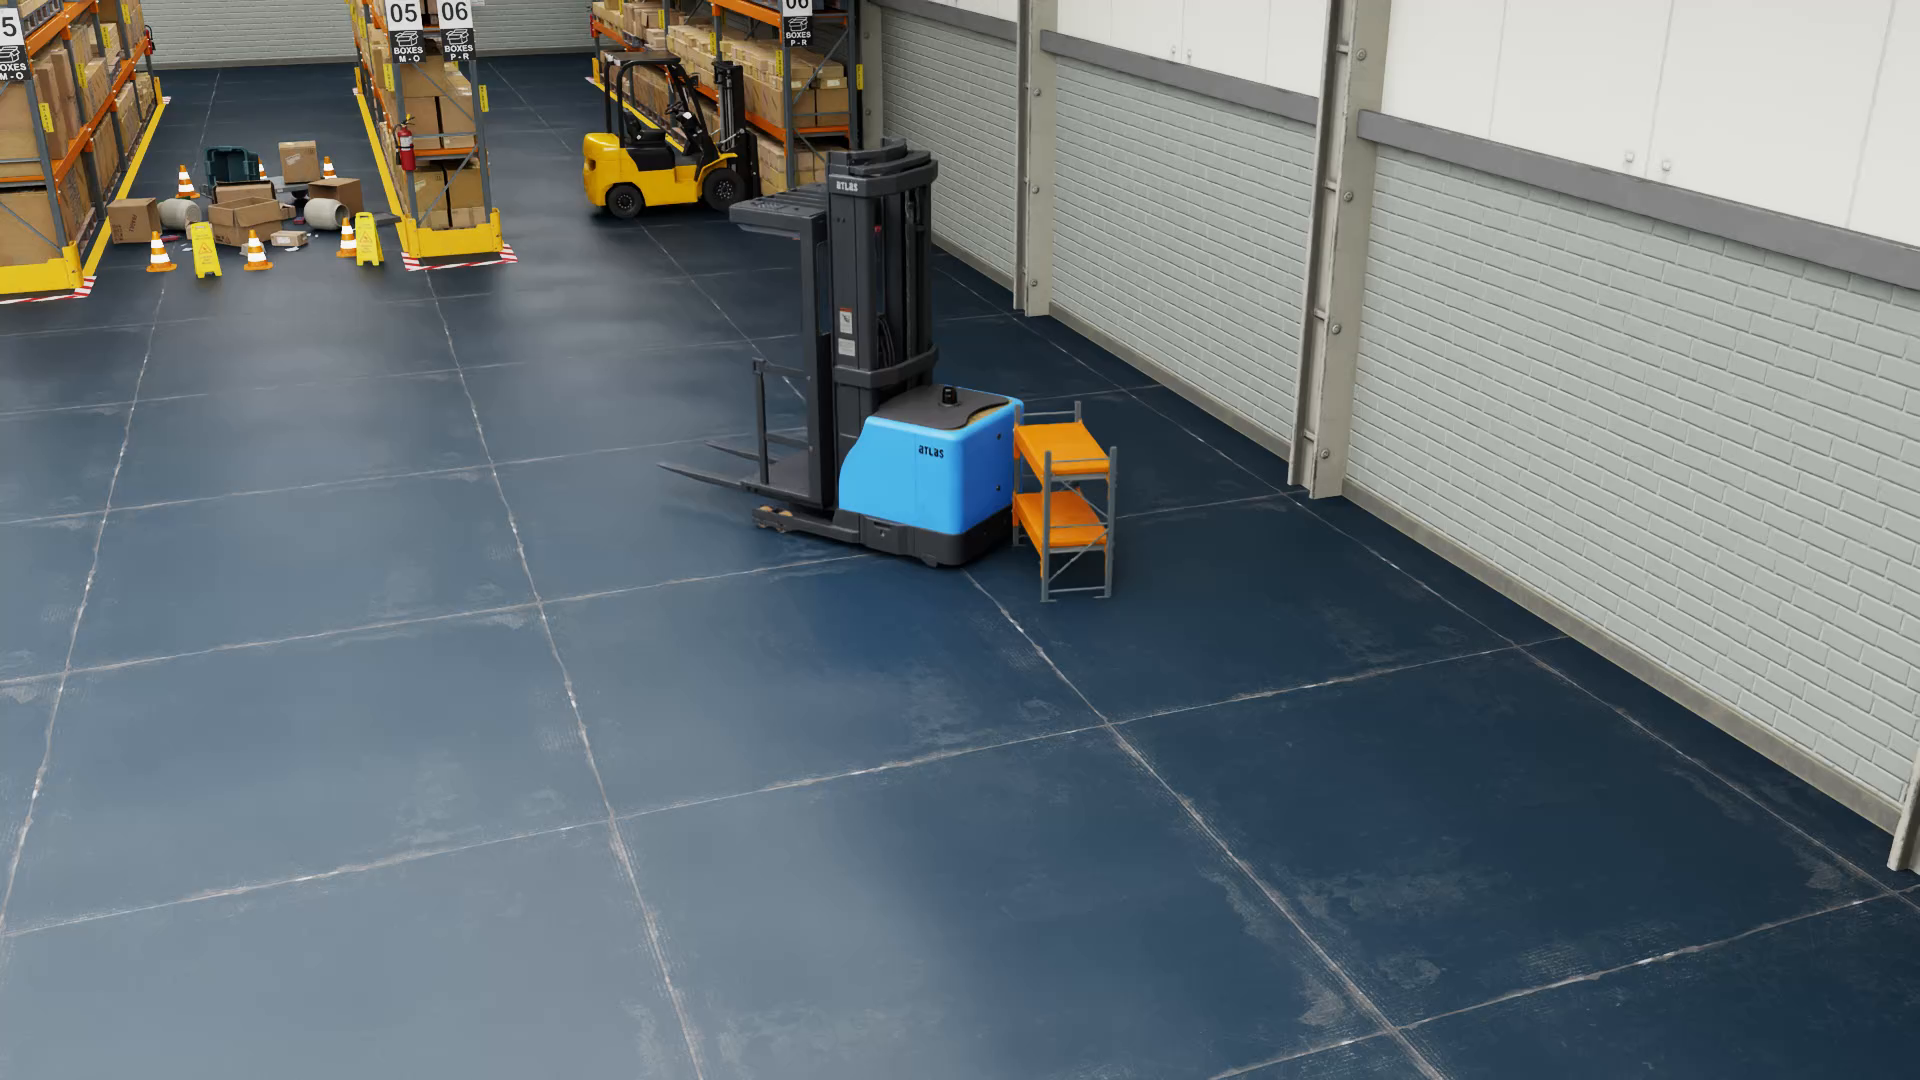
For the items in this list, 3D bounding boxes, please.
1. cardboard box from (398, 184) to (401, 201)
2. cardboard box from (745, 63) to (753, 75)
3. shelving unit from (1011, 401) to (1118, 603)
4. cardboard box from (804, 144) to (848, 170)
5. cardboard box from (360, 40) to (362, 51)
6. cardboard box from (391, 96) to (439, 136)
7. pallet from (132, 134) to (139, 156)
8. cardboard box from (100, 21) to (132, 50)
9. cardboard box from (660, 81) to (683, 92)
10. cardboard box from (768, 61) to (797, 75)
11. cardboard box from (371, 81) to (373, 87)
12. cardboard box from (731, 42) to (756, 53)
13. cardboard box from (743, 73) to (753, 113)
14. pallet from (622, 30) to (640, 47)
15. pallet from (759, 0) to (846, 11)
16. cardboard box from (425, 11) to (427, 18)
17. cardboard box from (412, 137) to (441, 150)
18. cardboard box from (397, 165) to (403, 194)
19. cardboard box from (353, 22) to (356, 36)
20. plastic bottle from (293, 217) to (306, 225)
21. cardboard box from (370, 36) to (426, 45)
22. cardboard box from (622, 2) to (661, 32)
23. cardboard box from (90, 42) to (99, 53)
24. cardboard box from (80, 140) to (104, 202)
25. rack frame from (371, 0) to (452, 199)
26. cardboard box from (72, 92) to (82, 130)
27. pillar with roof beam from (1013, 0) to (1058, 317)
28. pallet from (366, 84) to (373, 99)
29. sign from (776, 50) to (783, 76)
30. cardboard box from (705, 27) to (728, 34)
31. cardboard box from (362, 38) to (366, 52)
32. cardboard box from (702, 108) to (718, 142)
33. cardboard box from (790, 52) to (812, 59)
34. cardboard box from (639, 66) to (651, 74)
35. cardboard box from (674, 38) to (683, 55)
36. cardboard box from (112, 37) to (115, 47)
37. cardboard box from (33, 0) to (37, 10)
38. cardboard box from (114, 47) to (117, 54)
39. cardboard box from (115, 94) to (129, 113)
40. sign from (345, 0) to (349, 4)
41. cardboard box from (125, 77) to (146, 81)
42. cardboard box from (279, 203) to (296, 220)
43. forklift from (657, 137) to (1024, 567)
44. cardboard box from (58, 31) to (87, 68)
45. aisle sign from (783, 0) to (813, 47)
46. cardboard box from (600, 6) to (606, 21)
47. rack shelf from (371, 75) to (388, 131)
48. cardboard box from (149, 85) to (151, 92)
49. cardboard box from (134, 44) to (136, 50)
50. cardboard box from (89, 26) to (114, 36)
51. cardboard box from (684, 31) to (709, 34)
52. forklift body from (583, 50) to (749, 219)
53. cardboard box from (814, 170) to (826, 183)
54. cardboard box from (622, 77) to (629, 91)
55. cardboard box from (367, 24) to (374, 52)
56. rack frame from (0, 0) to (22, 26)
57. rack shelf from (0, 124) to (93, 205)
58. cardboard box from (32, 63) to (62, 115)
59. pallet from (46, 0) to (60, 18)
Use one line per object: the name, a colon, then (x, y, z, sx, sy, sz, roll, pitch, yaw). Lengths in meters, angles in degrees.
cardboard box: (-7.793, -5.045, 23.857, 0.500, 0.250, 0.500, -7, 24, -16)
cardboard box: (-2.912, -6.873, 24.231, 0.380, 0.149, 0.250, -9, 24, -20)
shelving unit: (0.735, -0.292, 11.994, 0.538, 1.125, 1.048, -4, 23, -9)
cardboard box: (-1.886, -5.379, 23.362, 0.500, 0.250, 0.500, -9, 24, -20)
cardboard box: (-10.866, -9.204, 30.918, 0.500, 0.250, 0.500, -9, 24, -20)
cardboard box: (-6.985, -5.451, 21.310, 0.500, 0.500, 0.500, -9, 24, -20)
pallet: (-14.658, -6.741, 28.473, 1.003, 0.211, 1.213, -8, 24, -19)
cardboard box: (-15.309, -9.151, 30.087, 0.500, 0.500, 0.500, -9, 24, -20)
cardboard box: (-5.256, -8.278, 30.371, 0.380, 0.149, 0.250, -10, 25, -22)
cardboard box: (-2.450, -6.551, 23.084, 0.380, 0.149, 0.250, -8, 24, -18)
cardboard box: (-11.861, -9.709, 34.682, 0.875, 0.438, 0.875, -9, 25, -21)
cardboard box: (-3.277, -7.490, 25.311, 0.380, 0.149, 0.250, -8, 24, -18)
cardboard box: (-2.856, -6.537, 24.269, 0.500, 0.500, 0.500, -8, 24, -19)
pallet: (-5.952, -9.758, 32.286, 1.003, 0.211, 1.213, -8, 24, -19)
pallet: (-2.118, -7.393, 22.680, 1.003, 0.211, 1.213, -8, 24, -19)
cardboard box: (-6.794, -6.907, 21.736, 0.380, 0.149, 0.250, -9, 25, -21)
cardboard box: (-6.867, -5.099, 21.310, 0.380, 0.149, 0.250, -8, 24, -17)
cardboard box: (-7.421, -5.010, 22.808, 0.500, 0.500, 0.500, -9, 24, -20)
cardboard box: (-11.919, -10.387, 33.404, 0.500, 0.500, 0.500, -8, 24, -19)
plastic bottle: (-9.247, -4.482, 23.305, 0.133, 0.061, 0.283, -4, 23, -10)
cardboard box: (-7.684, -6.642, 22.847, 0.700, 0.500, 0.500, -9, 24, -20)
cardboard box: (-6.170, -10.184, 32.382, 0.700, 0.500, 0.500, -8, 24, -18)
cardboard box: (-13.940, -7.848, 26.524, 0.380, 0.149, 0.250, -8, 24, -19)
cardboard box: (-12.847, -5.216, 23.620, 1.050, 0.750, 0.750, -8, 24, -19)
rack frame: (-7.948, -6.562, 24.457, 1.000, 3.000, 0.127, -8, 24, -19)
cardboard box: (-12.402, -5.783, 22.415, 0.875, 0.550, 0.550, -8, 24, -19)
pillar with roof beam: (-3.203, -6.161, 15.782, 9.100, 9.000, 0.400, -8, 24, -19)
pallet: (-11.832, -9.357, 34.680, 1.003, 0.211, 1.213, -8, 24, -19)
sign: (-2.405, -6.364, 22.192, 0.100, 0.325, 0.005, -8, 24, -19)
cardboard box: (-4.183, -8.770, 28.732, 0.380, 0.149, 0.250, -8, 24, -19)
cardboard box: (-10.155, -8.687, 29.048, 0.500, 0.250, 0.500, -9, 24, -20)
cardboard box: (-3.768, -6.815, 27.573, 0.875, 0.625, 0.625, -9, 24, -20)
cardboard box: (-2.331, -6.990, 24.126, 0.380, 0.149, 0.250, -8, 24, -19)
cardboard box: (-6.084, -9.235, 32.641, 0.380, 0.149, 0.250, -9, 24, -20)
cardboard box: (-4.615, -8.482, 28.562, 0.500, 0.250, 0.500, -8, 24, -17)
cardboard box: (-14.764, -8.565, 28.610, 0.380, 0.149, 0.250, -9, 25, -21)
cardboard box: (-11.308, -6.434, 19.946, 0.380, 0.149, 0.250, -8, 24, -19)
cardboard box: (-14.777, -8.437, 28.689, 0.380, 0.149, 0.250, -10, 25, -22)
cardboard box: (-14.316, -7.336, 28.006, 0.500, 0.250, 0.500, -8, 24, -19)
sign: (-12.709, -11.284, 34.443, 0.100, 0.325, 0.005, -8, 24, -19)
cardboard box: (-16.081, -8.924, 32.425, 0.380, 0.149, 0.250, -9, 25, -21)
cardboard box: (-9.668, -4.712, 23.587, 0.396, 0.266, 0.258, 12, 26, 27)
forklift: (-1.025, -1.565, 12.691, 3.031, 2.935, 1.130, 14, 26, 29)
cardboard box: (-13.444, -7.272, 24.726, 0.700, 0.500, 0.500, -9, 24, -20)
aisle sign: (-2.144, -6.925, 21.971, 0.394, 0.787, 0.004, -8, 24, -19)
cardboard box: (-7.276, -11.104, 35.043, 0.500, 0.250, 0.500, -9, 24, -20)
rack shelf: (-8.655, -6.957, 26.321, 1.077, 0.370, 4.000, -8, 24, -19)
cardboard box: (-16.144, -8.882, 32.708, 0.380, 0.149, 0.250, -9, 25, -21)
cardboard box: (-15.674, -9.257, 31.174, 0.380, 0.149, 0.250, -7, 24, -17)
cardboard box: (-14.860, -8.794, 28.770, 0.380, 0.149, 0.250, -9, 25, -21)
cardboard box: (-4.451, -8.520, 28.137, 0.380, 0.149, 0.250, -8, 24, -18)
forklift body: (-4.269, -5.839, 23.834, 2.313, 2.155, 1.214, -8, 24, -19)
cardboard box: (-1.865, -5.147, 23.456, 0.500, 0.250, 0.500, -8, 24, -18)
cardboard box: (-6.730, -9.377, 34.115, 0.396, 0.266, 0.258, -7, 24, -17)
cardboard box: (-9.419, -8.197, 27.283, 0.500, 0.500, 0.500, -9, 24, -20)
rack frame: (-11.130, -7.157, 18.145, 1.000, 3.000, 0.127, -8, 24, -19)
rack shelf: (-11.837, -4.788, 21.174, 1.077, 0.370, 4.000, -8, 24, -19)
cardboard box: (-11.576, -5.509, 20.375, 0.875, 0.550, 0.550, -8, 24, -19)
pallet: (-12.264, -6.889, 21.485, 1.003, 0.211, 1.213, -8, 24, -19)
